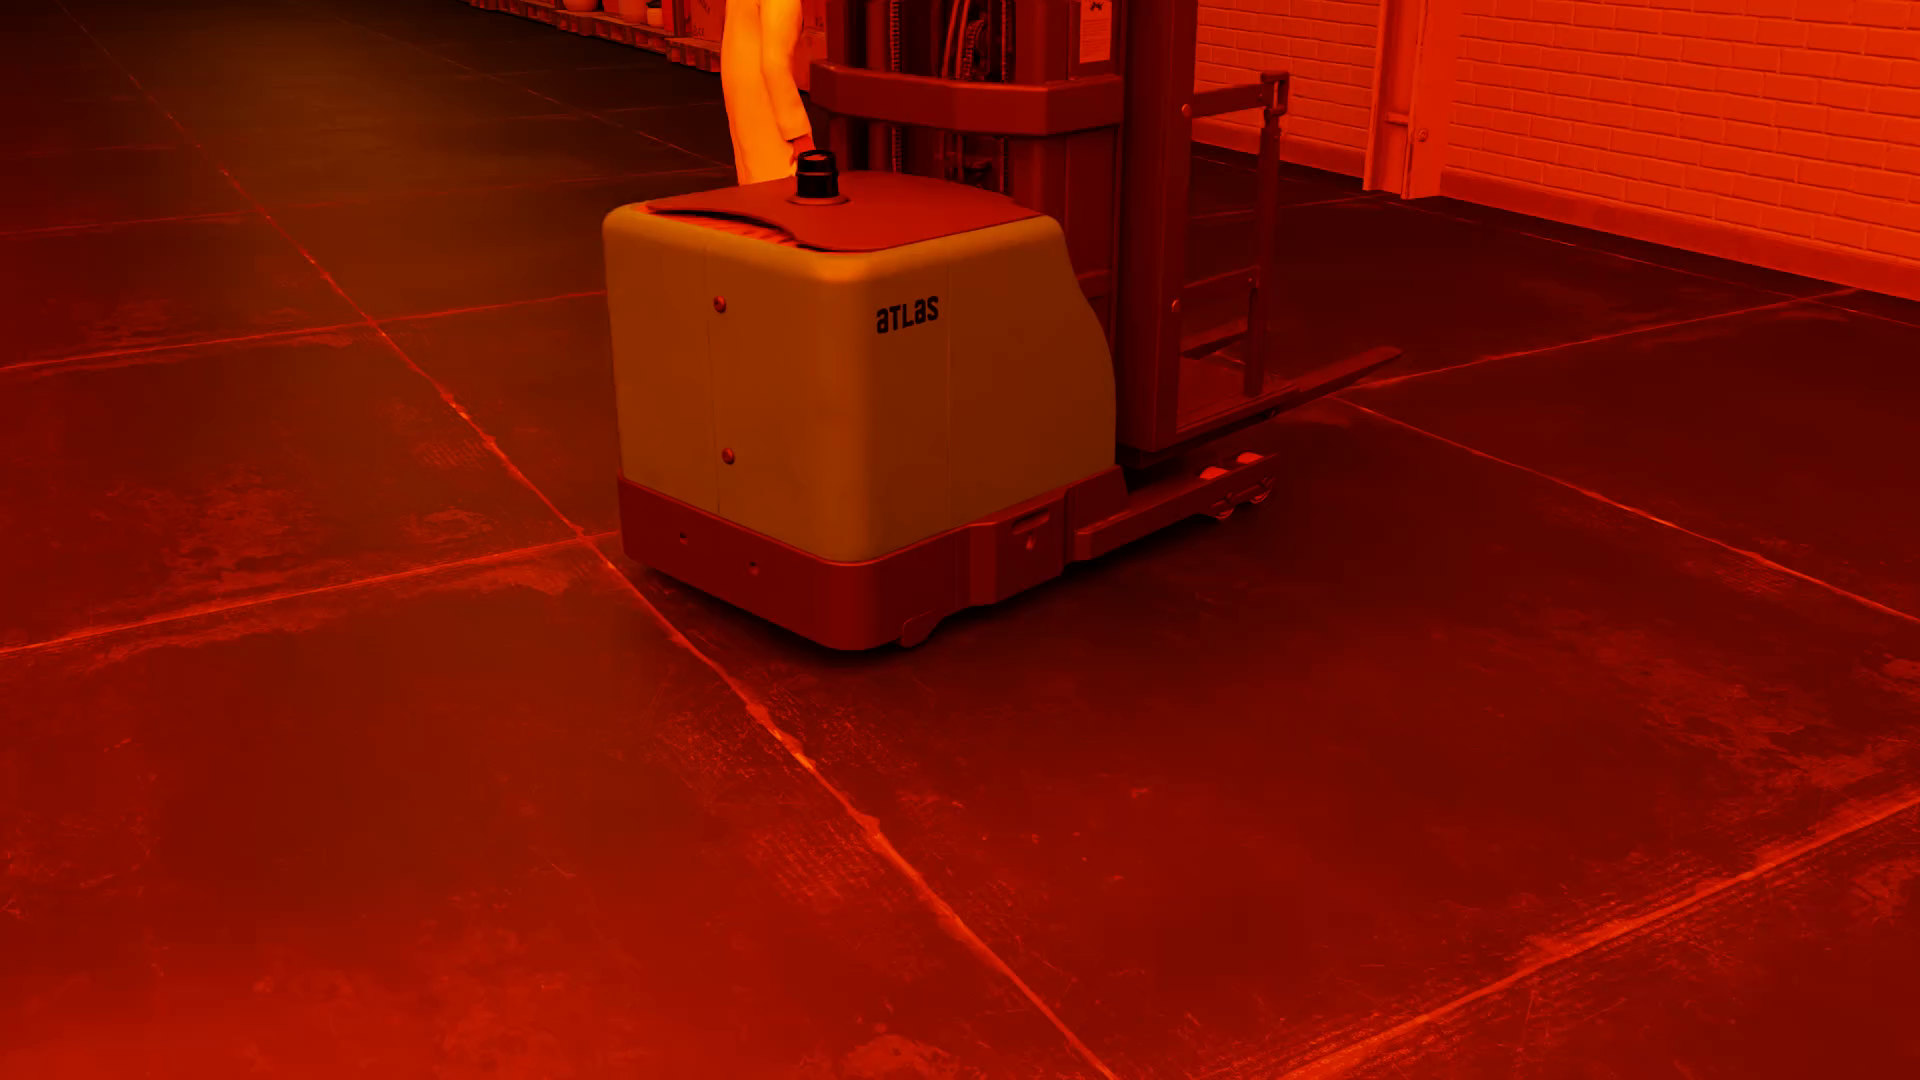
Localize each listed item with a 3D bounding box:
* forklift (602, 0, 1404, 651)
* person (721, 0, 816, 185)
[{"bbox_3d":[0.395,-1.541,5.029,1.130,2.935,3.031,20,30,40],"label":"forklift"},{"bbox_3d":[-0.768,-1.714,6.975,0.422,1.774,0.653,-8,24,-19],"label":"person"}]
